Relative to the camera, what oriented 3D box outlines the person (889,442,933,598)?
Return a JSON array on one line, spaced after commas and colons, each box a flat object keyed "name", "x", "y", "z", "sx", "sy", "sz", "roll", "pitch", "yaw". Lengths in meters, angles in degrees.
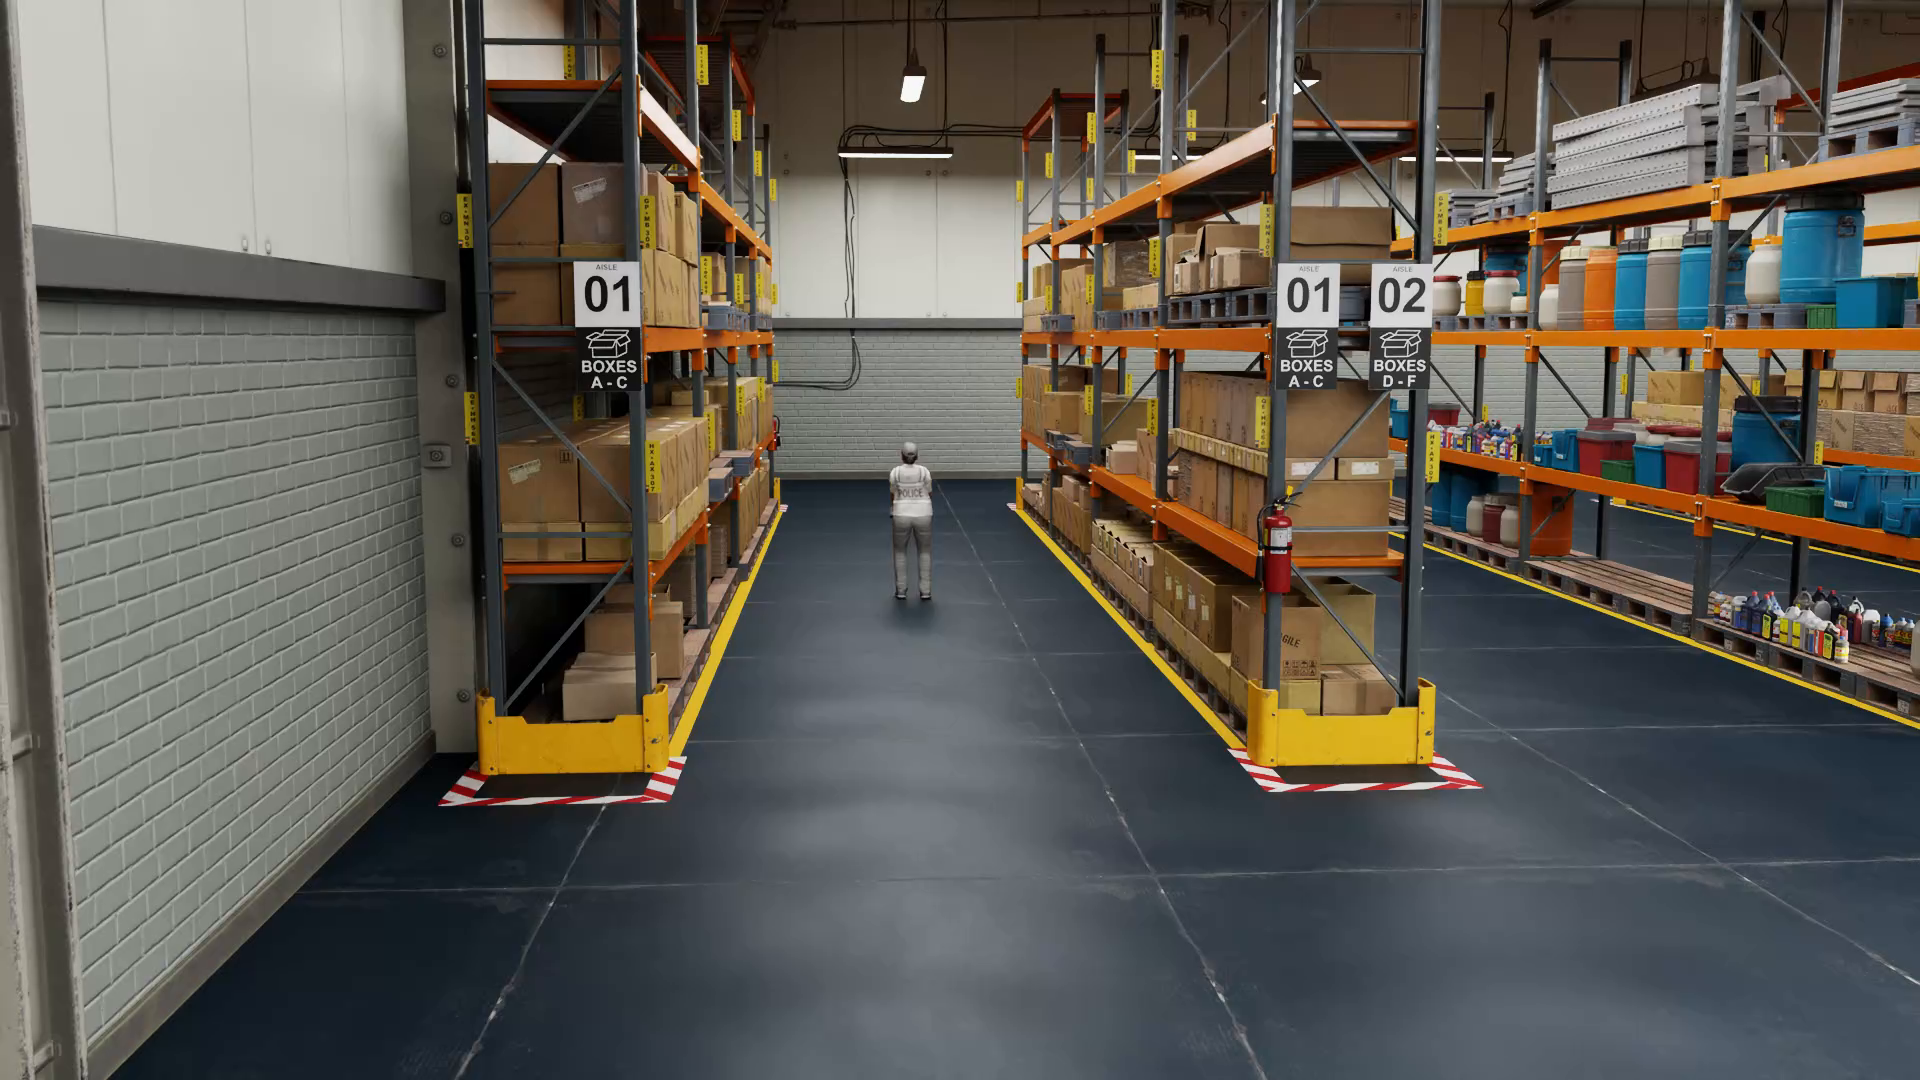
[{"name": "person", "x": -0.519, "y": -0.214, "z": 17.532, "sx": 0.452, "sy": 1.653, "sz": 0.533, "roll": 0, "pitch": 7, "yaw": -3}]
